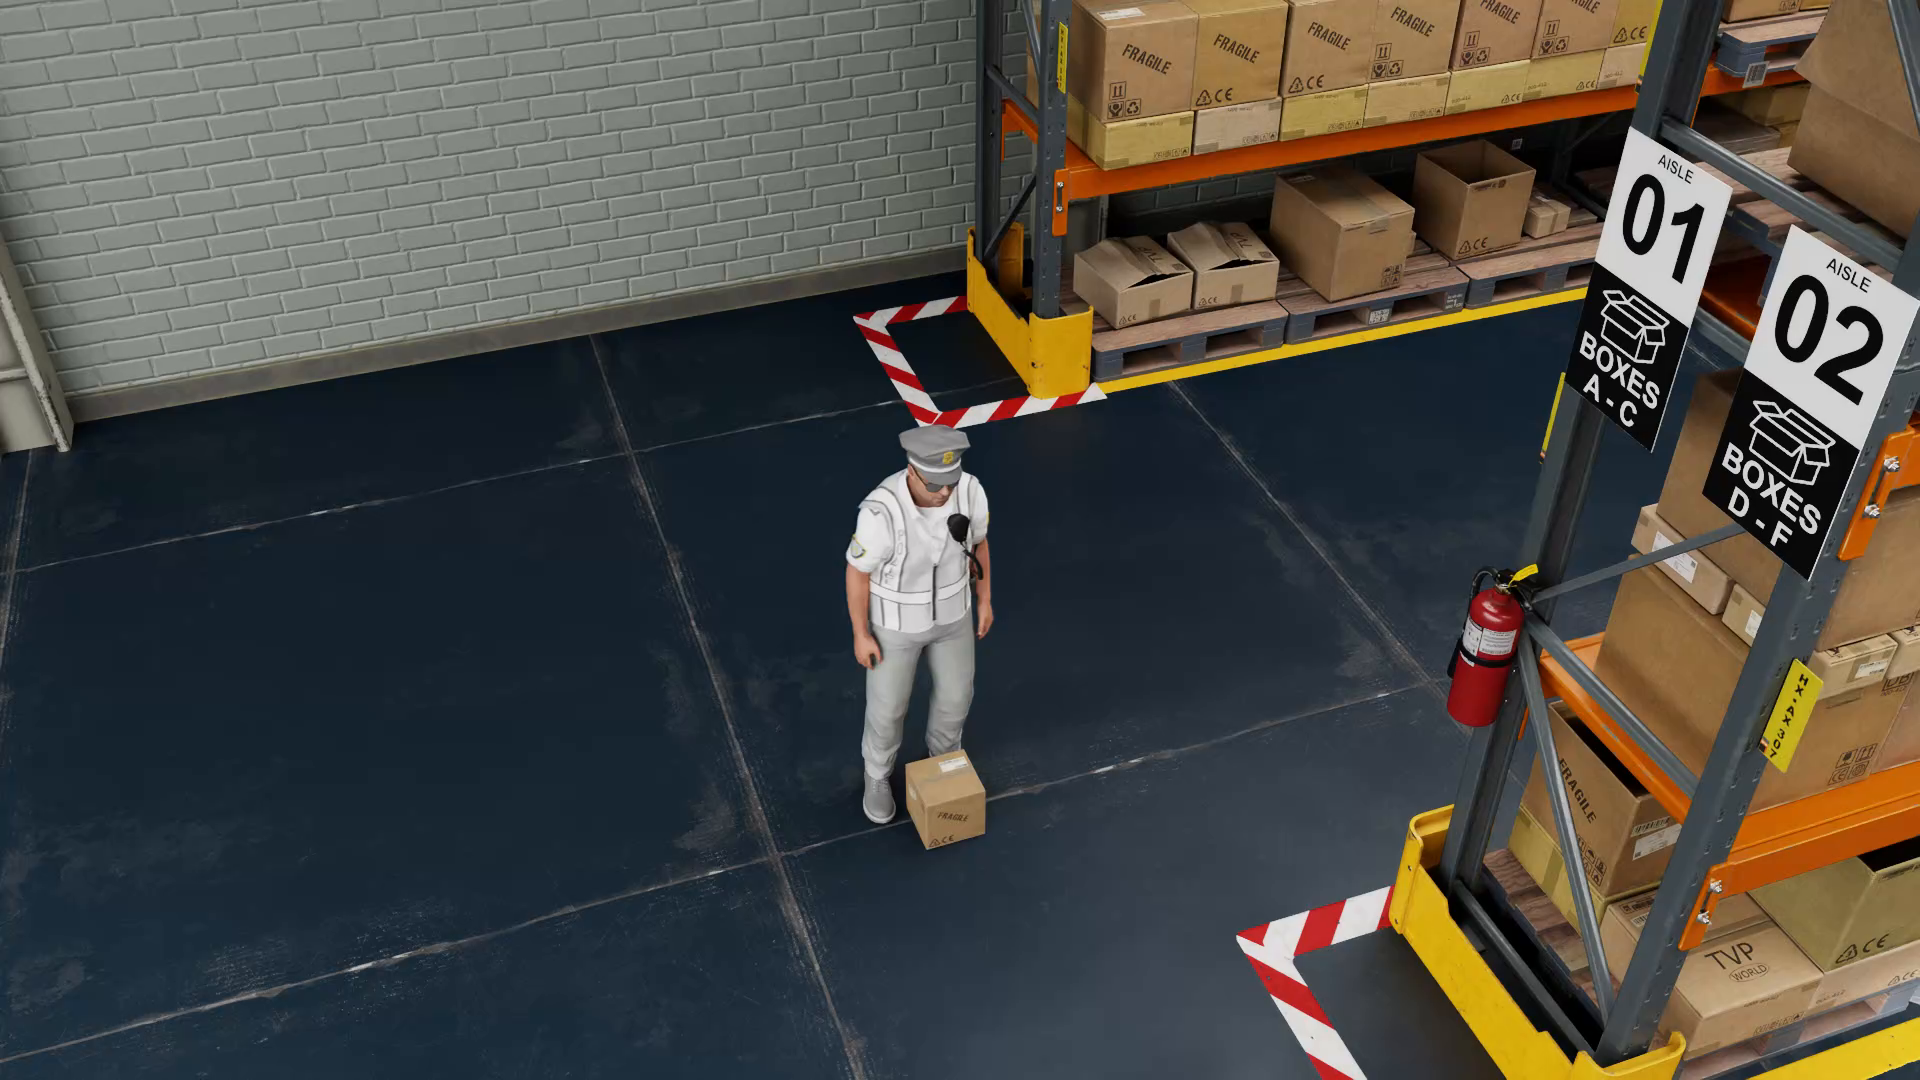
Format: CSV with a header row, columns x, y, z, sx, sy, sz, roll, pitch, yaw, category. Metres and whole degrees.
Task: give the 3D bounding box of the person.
x,y,z,sx,sy,sz,roll,pitch,yaw,category
-0.156,0.284,6.409,0.604,1.746,0.437,-15,40,-19,person
